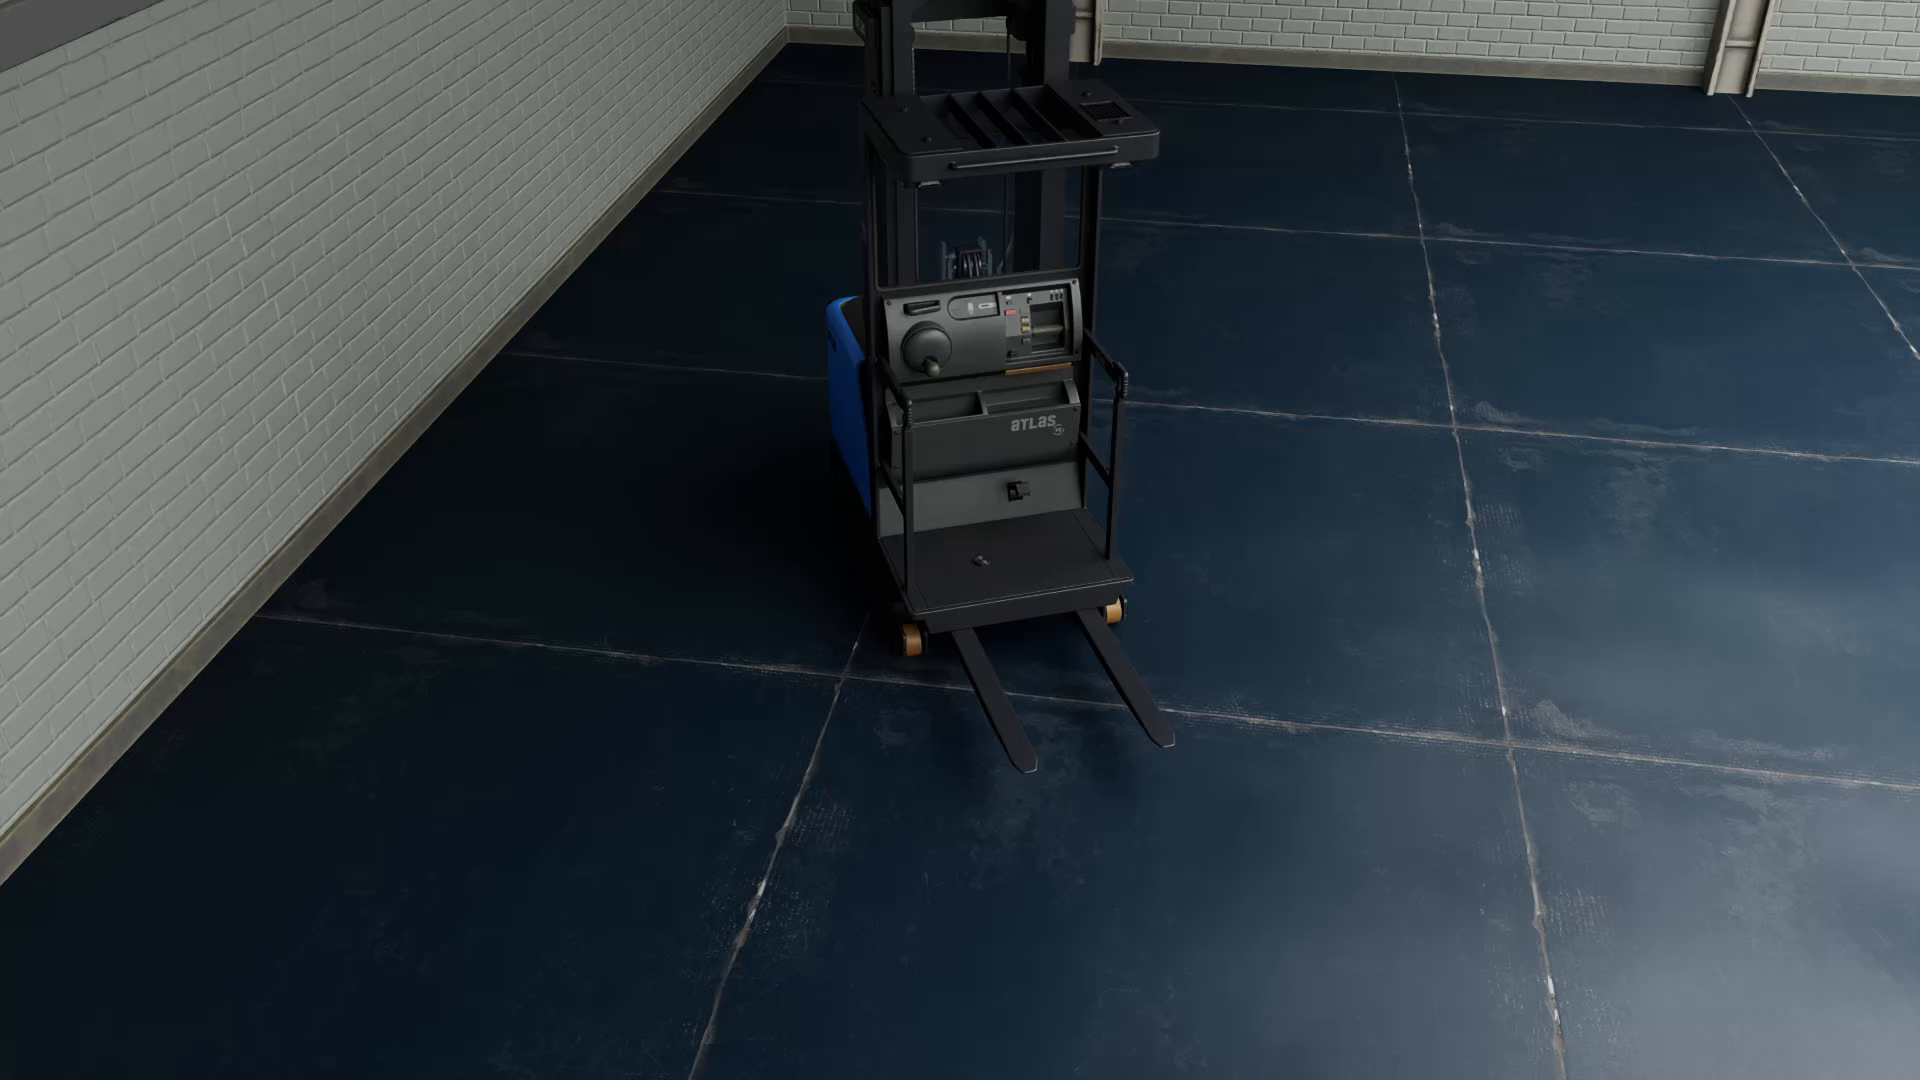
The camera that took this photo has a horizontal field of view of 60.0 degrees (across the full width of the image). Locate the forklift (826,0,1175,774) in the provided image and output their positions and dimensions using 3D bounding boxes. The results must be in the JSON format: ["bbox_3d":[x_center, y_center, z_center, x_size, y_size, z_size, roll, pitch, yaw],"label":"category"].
[{"bbox_3d":[0.170,-0.920,7.458,1.130,2.935,3.031,-8,33,-13],"label":"forklift"}]

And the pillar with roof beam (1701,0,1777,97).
[{"bbox_3d":[6.364,-5.718,9.404,0.400,9.000,9.100,5,32,8],"label":"pillar with roof beam"}]

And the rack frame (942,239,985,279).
[{"bbox_3d":[0.019,-1.130,9.421,0.240,1.200,0.006,-5,33,-9],"label":"rack frame"}]

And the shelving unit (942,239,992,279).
[{"bbox_3d":[0.035,-1.082,9.345,0.258,1.200,0.189,-5,33,-9],"label":"shelving unit"}]

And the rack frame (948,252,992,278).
[{"bbox_3d":[0.051,-1.033,9.269,0.240,1.200,0.006,-5,33,-9],"label":"rack frame"}]

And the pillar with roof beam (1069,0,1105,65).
[{"bbox_3d":[0.449,-6.254,10.260,0.400,9.000,9.100,5,32,8],"label":"pillar with roof beam"}]
